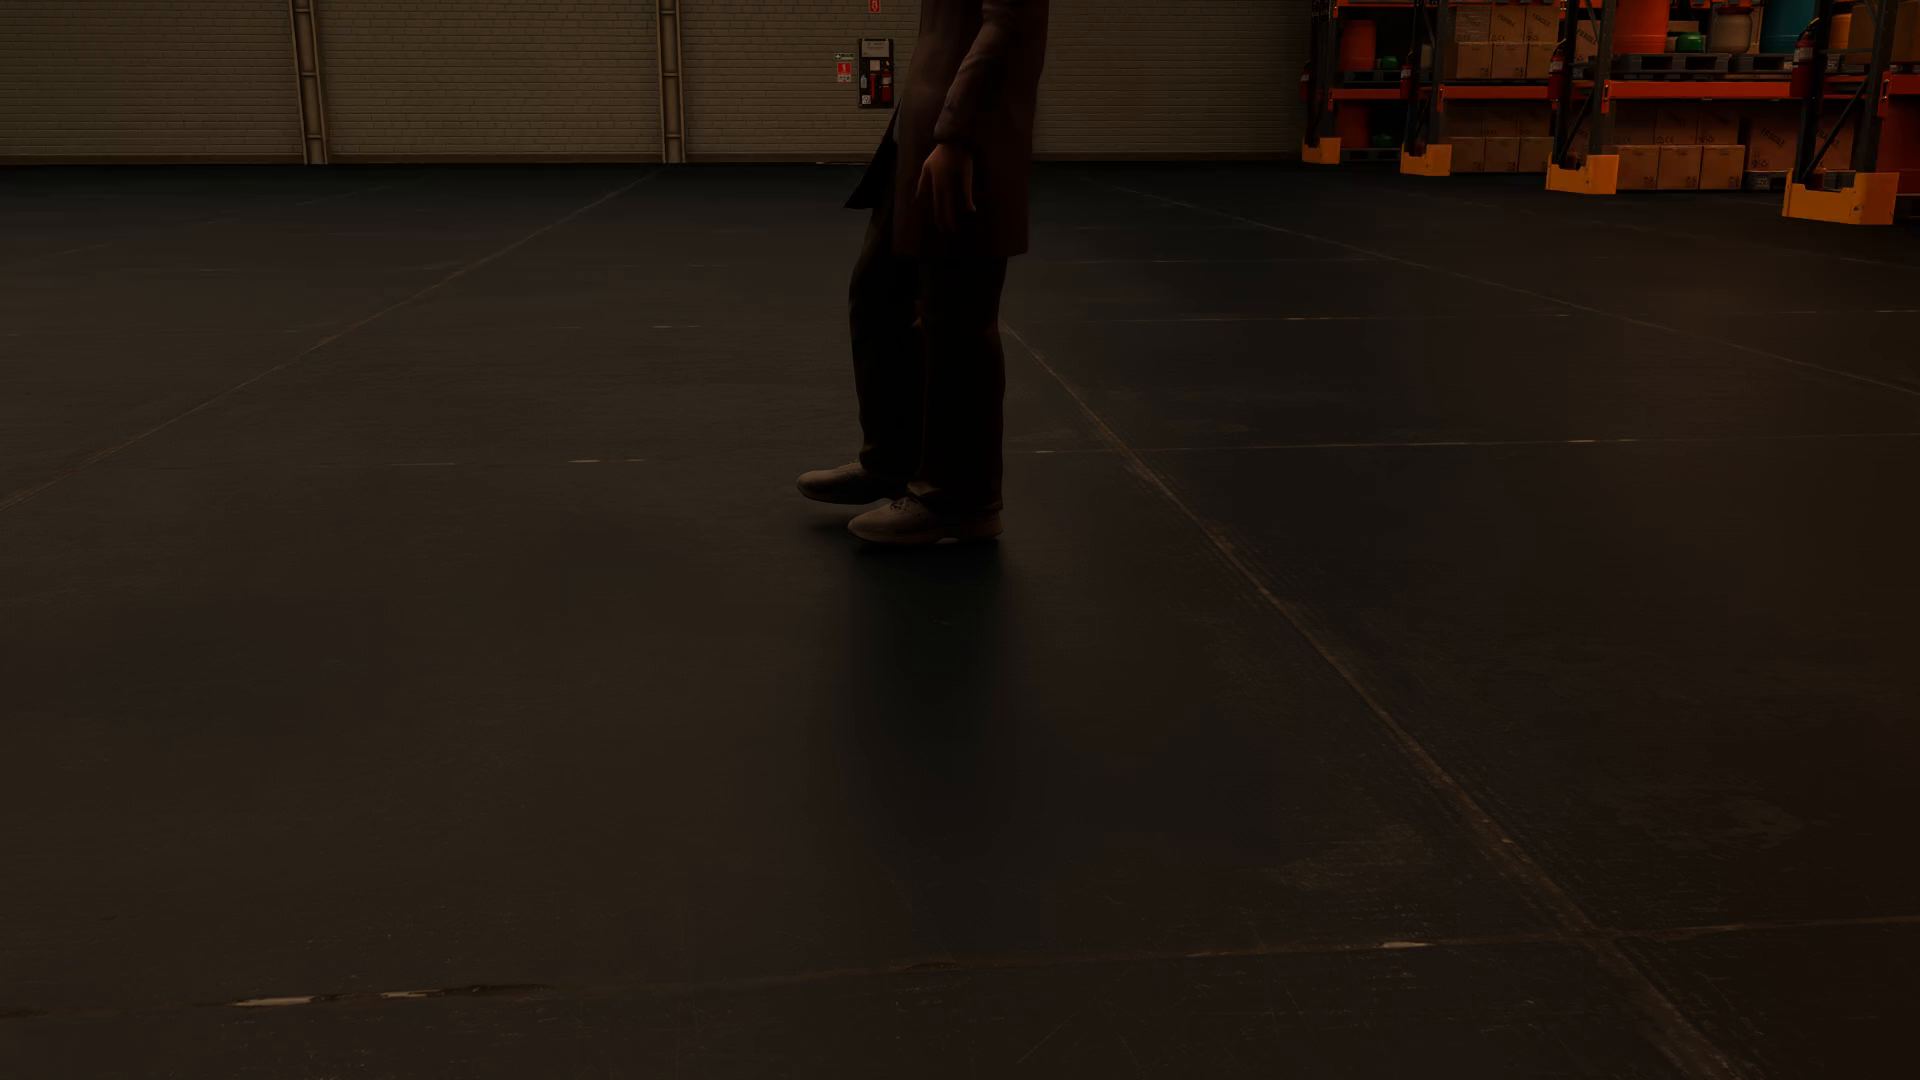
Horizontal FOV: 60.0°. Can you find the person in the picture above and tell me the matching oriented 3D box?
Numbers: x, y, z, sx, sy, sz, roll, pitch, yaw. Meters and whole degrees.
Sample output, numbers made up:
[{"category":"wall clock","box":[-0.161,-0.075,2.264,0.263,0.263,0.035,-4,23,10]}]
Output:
[{"category":"person","box":[-0.092,-0.866,3.703,0.580,1.777,0.698,-1,15,-5]}]
